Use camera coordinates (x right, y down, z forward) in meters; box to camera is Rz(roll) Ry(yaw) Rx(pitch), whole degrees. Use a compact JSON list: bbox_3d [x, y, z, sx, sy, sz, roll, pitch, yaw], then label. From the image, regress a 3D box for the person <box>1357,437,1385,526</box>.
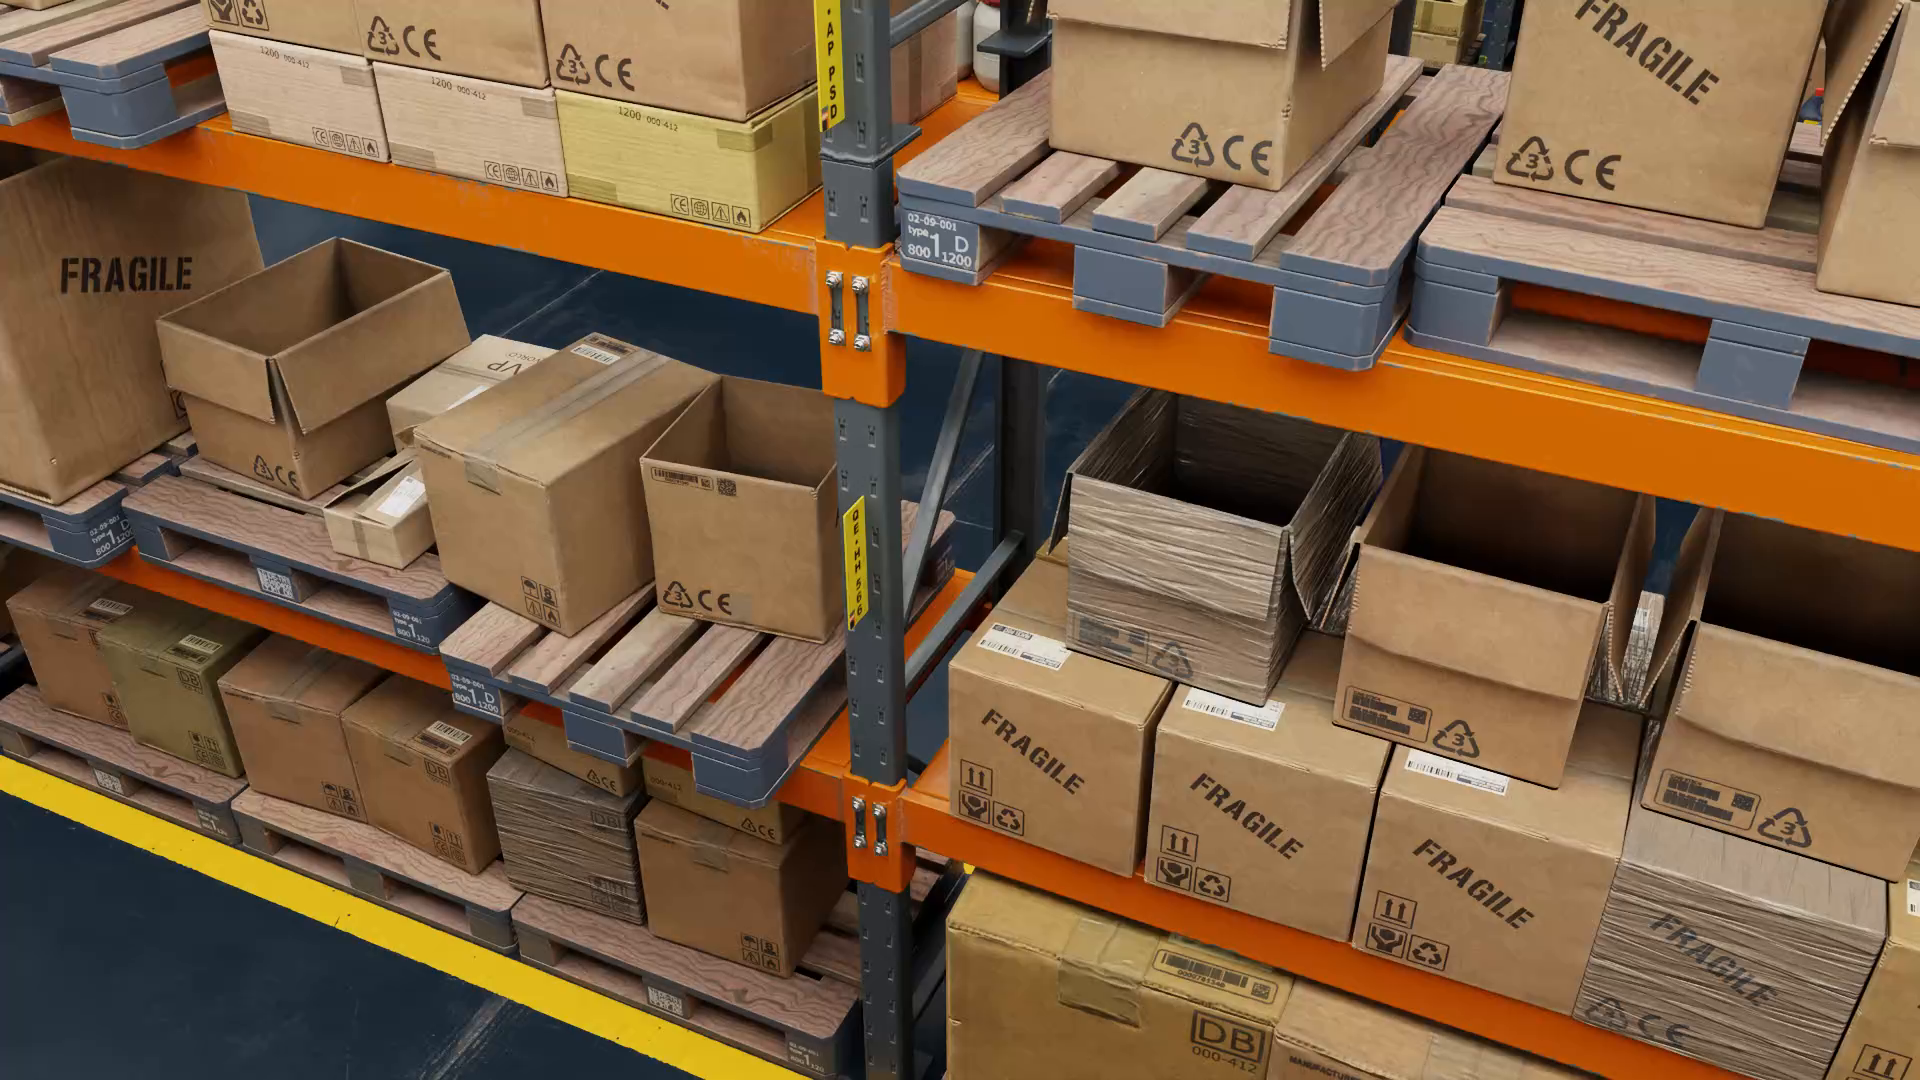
[{"bbox_3d":[1.496,-0.338,6.662,0.487,1.641,0.476,14,36,20],"label":"person"}]
